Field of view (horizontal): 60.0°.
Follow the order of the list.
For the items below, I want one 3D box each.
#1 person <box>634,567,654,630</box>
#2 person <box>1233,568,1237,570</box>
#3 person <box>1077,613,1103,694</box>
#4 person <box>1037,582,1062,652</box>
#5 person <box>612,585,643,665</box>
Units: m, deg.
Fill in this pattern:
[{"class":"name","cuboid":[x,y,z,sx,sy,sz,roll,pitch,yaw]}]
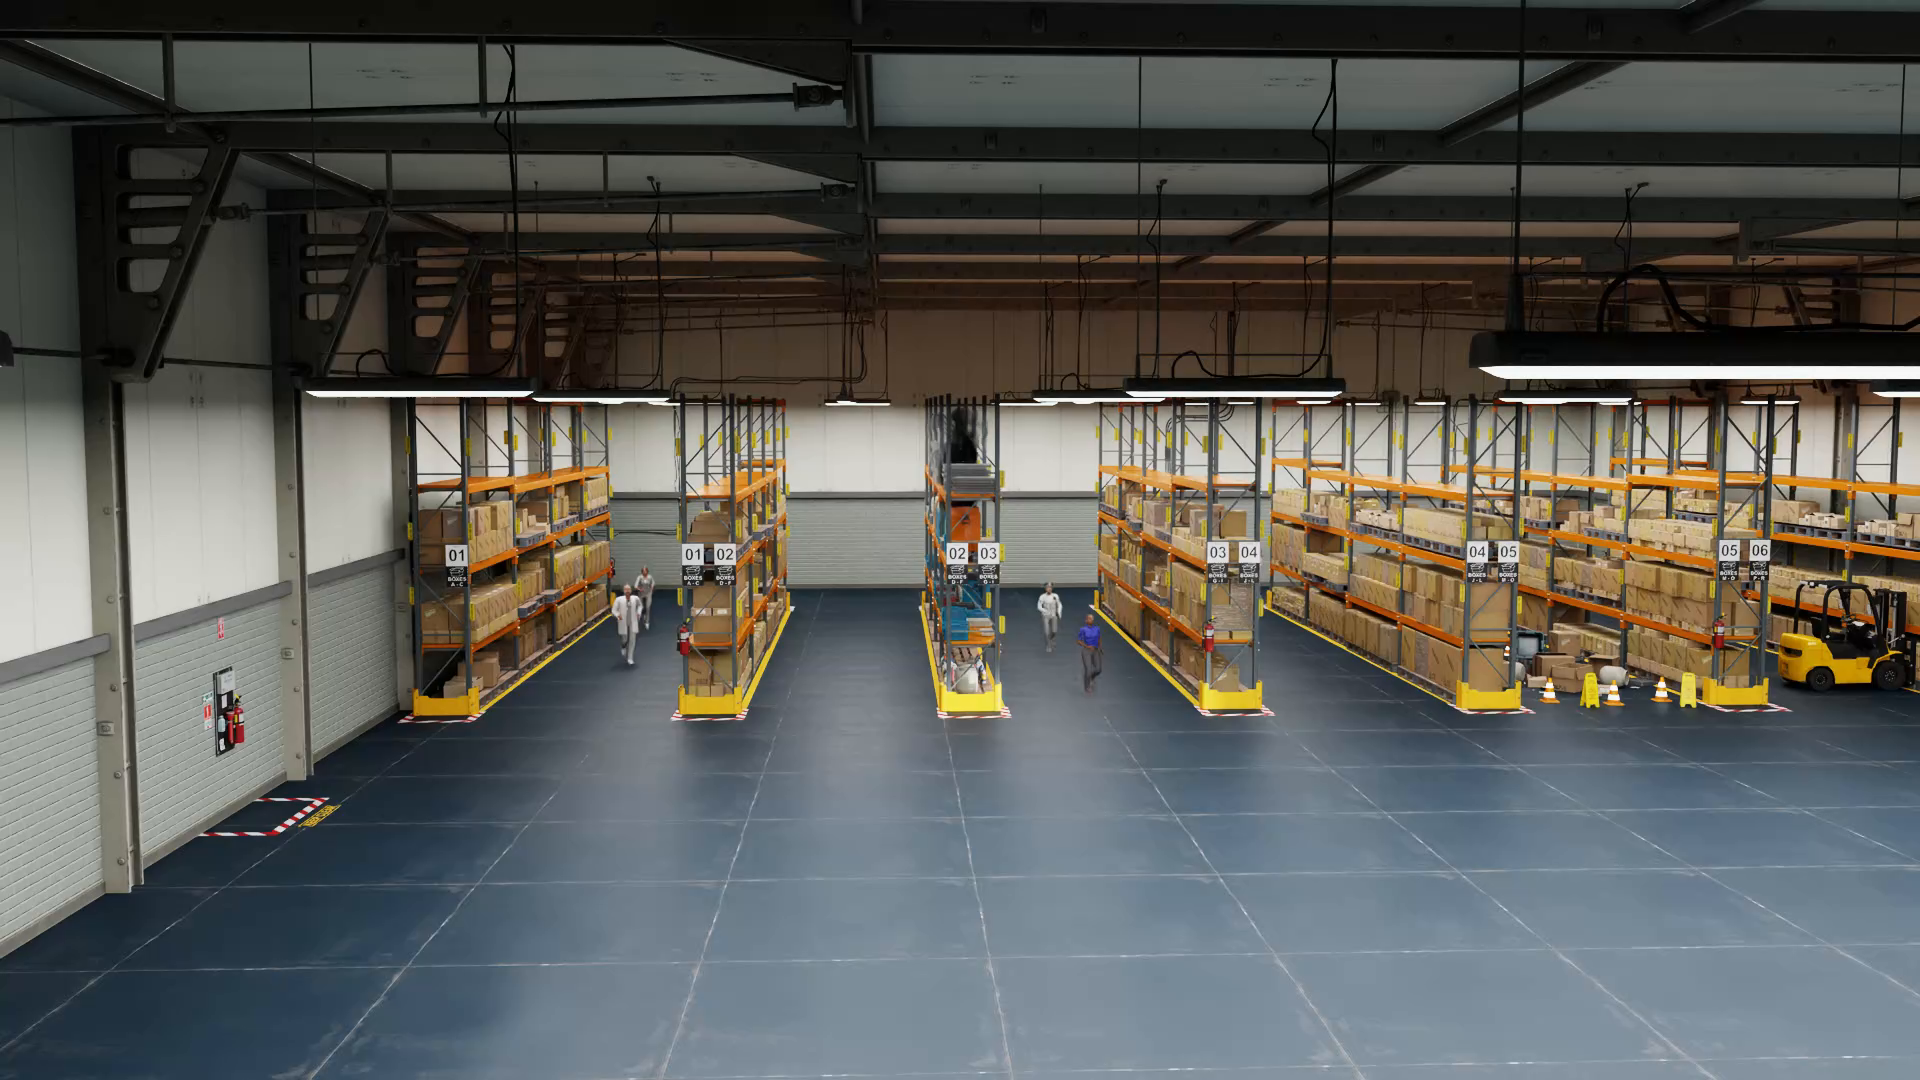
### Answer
[{"class":"person","cuboid":[-8.278,1.501,43.609,0.509,1.580,1.033,-1,5,-7]},{"class":"person","cuboid":[7.637,1.133,47.951,0.591,1.583,0.631,-4,6,-45]},{"class":"person","cuboid":[2.641,2.285,33.398,0.570,1.617,0.554,-2,5,-19]},{"class":"person","cuboid":[2.121,1.810,39.131,0.605,1.654,0.538,0,5,-4]},{"class":"person","cuboid":[-7.486,1.889,37.512,0.712,1.764,0.918,-2,5,-19]}]
